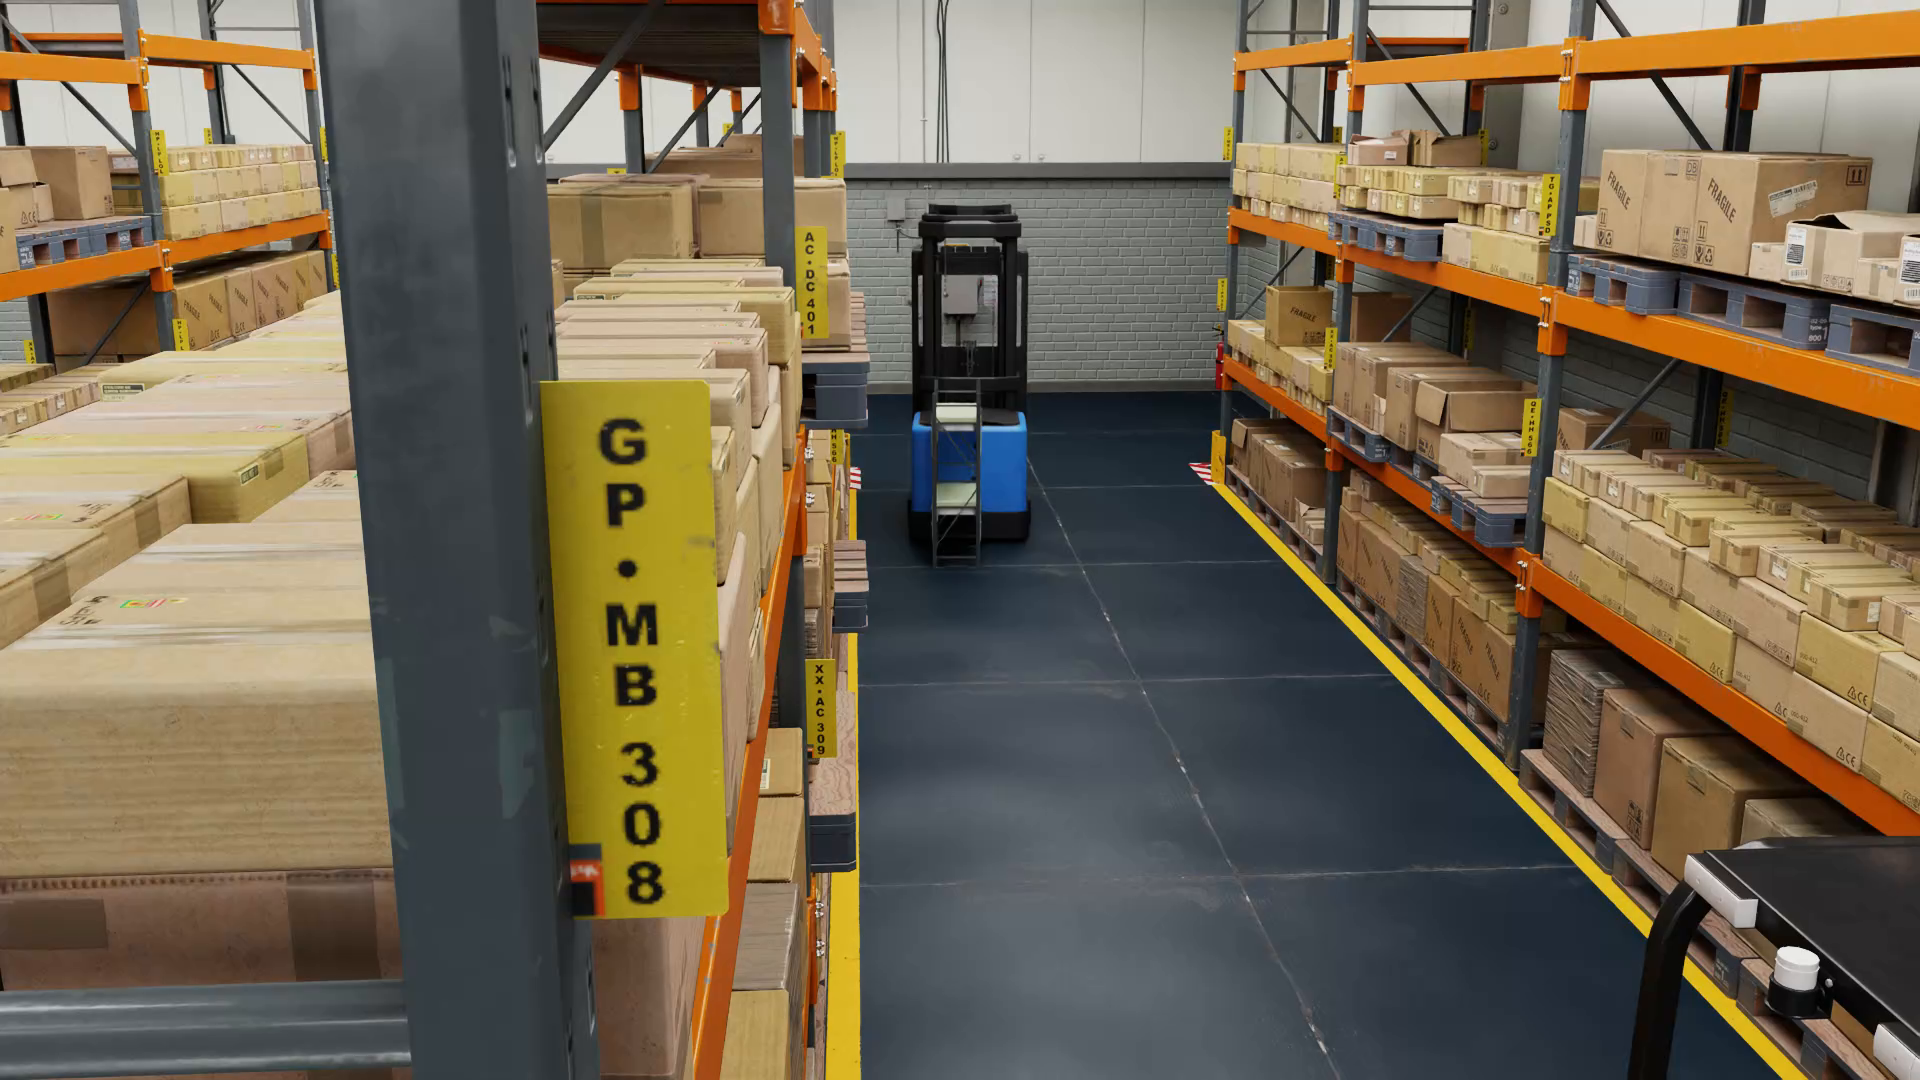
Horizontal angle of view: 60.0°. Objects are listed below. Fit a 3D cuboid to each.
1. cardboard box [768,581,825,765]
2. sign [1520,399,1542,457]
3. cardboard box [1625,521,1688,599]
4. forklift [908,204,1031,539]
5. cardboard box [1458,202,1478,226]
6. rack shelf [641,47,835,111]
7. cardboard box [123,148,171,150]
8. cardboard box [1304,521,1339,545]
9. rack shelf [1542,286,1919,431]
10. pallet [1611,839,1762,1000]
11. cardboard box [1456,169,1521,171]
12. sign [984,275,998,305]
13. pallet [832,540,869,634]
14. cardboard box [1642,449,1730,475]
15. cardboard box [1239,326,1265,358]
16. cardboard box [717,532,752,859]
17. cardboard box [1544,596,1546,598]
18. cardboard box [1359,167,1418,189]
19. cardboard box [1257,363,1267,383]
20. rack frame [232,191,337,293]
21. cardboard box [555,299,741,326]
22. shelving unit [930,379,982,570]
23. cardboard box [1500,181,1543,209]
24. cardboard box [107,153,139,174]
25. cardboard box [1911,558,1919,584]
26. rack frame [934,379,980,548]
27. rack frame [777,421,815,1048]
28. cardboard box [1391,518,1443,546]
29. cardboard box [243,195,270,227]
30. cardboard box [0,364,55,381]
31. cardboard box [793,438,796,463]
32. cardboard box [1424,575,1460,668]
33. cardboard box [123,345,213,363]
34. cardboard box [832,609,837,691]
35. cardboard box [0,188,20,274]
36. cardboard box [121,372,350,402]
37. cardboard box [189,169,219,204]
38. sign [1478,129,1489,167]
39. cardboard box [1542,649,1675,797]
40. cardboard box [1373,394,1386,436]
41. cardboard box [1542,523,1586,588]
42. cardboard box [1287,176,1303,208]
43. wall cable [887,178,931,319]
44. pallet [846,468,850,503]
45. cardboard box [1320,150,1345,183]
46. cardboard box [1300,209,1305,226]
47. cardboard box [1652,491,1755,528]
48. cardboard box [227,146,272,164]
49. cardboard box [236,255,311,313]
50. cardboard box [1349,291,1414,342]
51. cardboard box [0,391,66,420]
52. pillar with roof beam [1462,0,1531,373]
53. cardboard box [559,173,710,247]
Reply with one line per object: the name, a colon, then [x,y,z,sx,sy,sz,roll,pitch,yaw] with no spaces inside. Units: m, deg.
cardboard box: [-0.722,0.442,5.648,0.500,0.500,0.500,-1,14,-2]
sign: [3.186,-0.625,9.271,0.100,0.325,0.005,-1,14,-3]
cardboard box: [3.555,0.086,7.969,0.500,0.250,0.500,-1,14,-5]
forklift: [0.093,-1.741,15.909,1.130,2.935,3.031,0,14,0]
cardboard box: [3.411,-2.091,10.616,0.380,0.149,0.250,0,14,-2]
rack shelf: [-1.351,-2.897,10.471,1.077,0.370,4.000,-1,14,-3]
cardboard box: [-6.843,-3.202,13.929,0.380,0.149,0.250,-1,14,-4]
cardboard box: [3.152,-0.065,14.138,0.380,0.149,0.250,-1,14,-5]
rack shelf: [3.851,-0.720,7.230,1.077,0.370,4.000,-1,14,-3]
pallet: [3.812,1.745,7.820,1.003,0.211,1.213,-1,14,-3]
cardboard box: [3.674,-2.506,11.590,0.380,0.149,0.250,-1,14,-5]
sign: [0.491,-3.437,22.554,0.329,0.494,0.001,-1,14,-3]
pallet: [-1.076,0.233,8.487,1.213,0.211,1.003,-1,14,-3]
cardboard box: [3.949,-0.398,9.052,0.380,0.149,0.250,0,14,-2]
cardboard box: [3.022,-1.932,16.220,0.500,0.250,0.500,-1,14,-3]
cardboard box: [-0.518,0.175,2.010,0.500,0.250,0.500,-1,14,-4]
cardboard box: [3.921,0.318,10.643,0.380,0.149,0.250,-1,14,-3]
cardboard box: [3.121,-2.625,12.053,0.380,0.149,0.250,-1,14,-4]
cardboard box: [3.008,-1.574,15.629,0.380,0.149,0.250,-1,14,-5]
rack frame: [-6.657,-1.924,16.484,1.000,3.000,0.127,-1,14,-3]
cardboard box: [-0.662,-0.424,3.538,0.380,0.149,0.250,-1,14,-5]
shelving unit: [-0.027,-0.571,14.237,0.431,1.500,0.755,0,14,0]
cardboard box: [3.433,-2.044,9.835,0.380,0.149,0.250,-1,14,-5]
cardboard box: [-6.185,-2.820,12.446,0.380,0.149,0.250,-1,14,-4]
cardboard box: [4.162,0.173,6.832,0.380,0.149,0.250,-1,14,-3]
rack frame: [-0.025,-0.662,14.591,0.400,1.500,0.023,0,14,0]
rack frame: [-0.979,0.959,5.280,1.000,3.000,0.127,-1,14,-3]
cardboard box: [3.366,-0.060,12.111,0.380,0.149,0.250,-1,14,-4]
cardboard box: [-6.256,-2.813,14.220,0.500,0.250,0.500,0,14,-1]
cardboard box: [-6.844,-1.194,12.114,0.380,0.149,0.250,0,14,-1]
cardboard box: [-0.655,-0.298,4.650,0.380,0.149,0.250,-1,14,-3]
cardboard box: [3.431,0.537,11.093,0.500,0.500,0.500,0,14,-1]
cardboard box: [-6.188,-1.249,13.062,0.500,0.500,0.500,-1,14,-4]
cardboard box: [-1.187,0.617,10.031,0.875,0.875,0.875,-1,14,-4]
cardboard box: [-6.005,-1.830,9.899,0.500,0.500,0.500,-1,14,-3]
cardboard box: [-1.021,-0.161,2.517,0.380,0.149,0.250,-1,14,-5]
cardboard box: [-6.225,-2.799,13.162,0.500,0.250,0.500,-1,14,-4]
sign: [4.033,-3.012,12.863,0.100,0.325,0.005,-1,14,-3]
cardboard box: [3.752,0.989,9.087,0.875,0.625,0.625,0,14,-2]
cardboard box: [3.182,-0.895,11.912,0.396,0.266,0.258,0,14,-1]
cardboard box: [3.511,0.073,9.023,0.500,0.250,0.500,-1,14,-3]
cardboard box: [3.136,-3.005,14.371,0.500,0.250,0.500,-1,14,-2]
wall cable: [-0.680,-3.944,22.298,0.588,1.984,0.122,-1,14,-3]
pallet: [-1.595,-0.477,16.458,1.003,0.211,1.213,-1,14,-3]
cardboard box: [3.208,-2.996,13.333,0.500,0.250,0.500,-1,14,-3]
cardboard box: [3.144,-2.780,14.296,0.380,0.149,0.250,0,14,-2]
cardboard box: [3.586,-0.135,8.031,0.380,0.149,0.250,-1,14,-3]
cardboard box: [-6.329,-3.406,14.724,0.380,0.149,0.250,-1,14,-5]
cardboard box: [-6.349,-2.365,15.393,0.500,0.500,0.500,-1,14,-5]
cardboard box: [3.652,-1.917,14.657,0.500,0.500,0.500,-1,14,-5]
cardboard box: [-6.109,-0.878,10.886,0.380,0.149,0.250,-2,15,-6]
pillar with roof beam: [0.039,-4.134,13.035,9.100,9.000,0.400,-1,14,-3]
cardboard box: [-1.227,-1.262,6.348,0.500,0.250,0.500,-1,14,-3]
